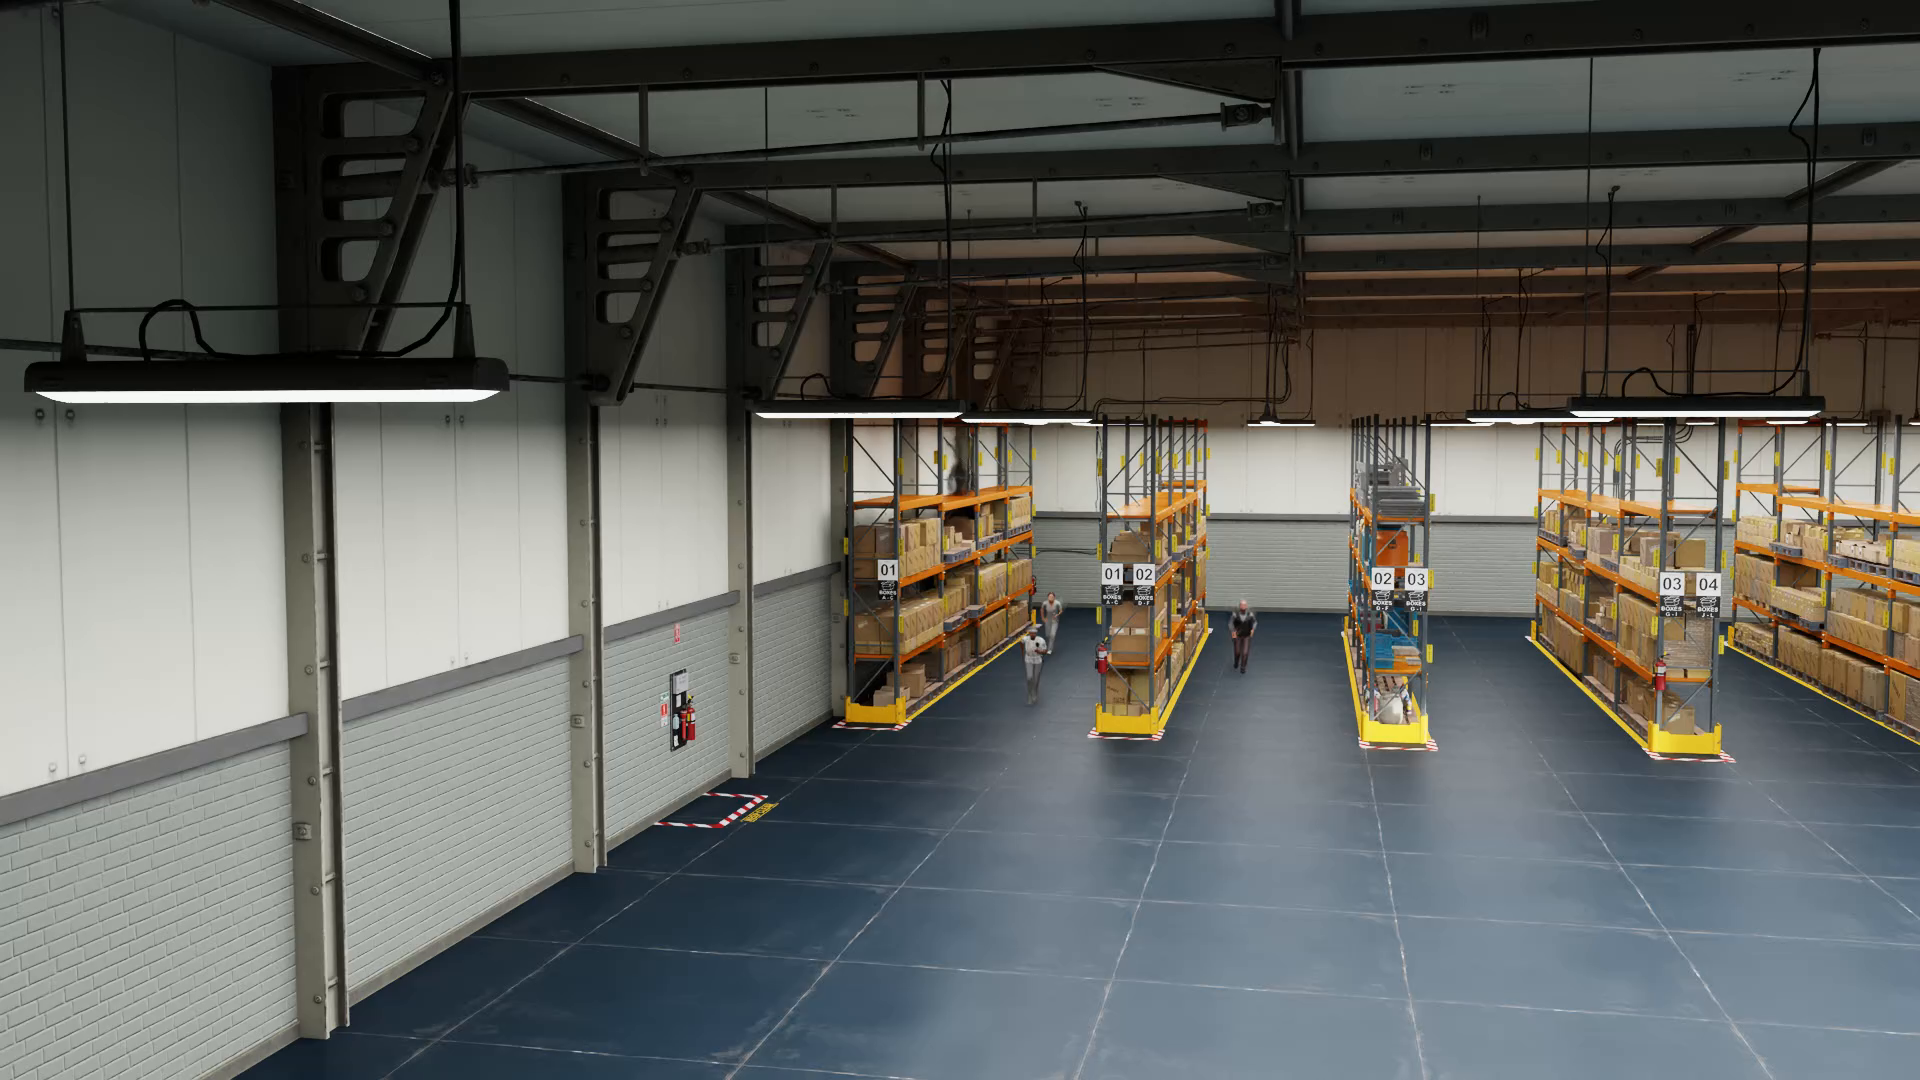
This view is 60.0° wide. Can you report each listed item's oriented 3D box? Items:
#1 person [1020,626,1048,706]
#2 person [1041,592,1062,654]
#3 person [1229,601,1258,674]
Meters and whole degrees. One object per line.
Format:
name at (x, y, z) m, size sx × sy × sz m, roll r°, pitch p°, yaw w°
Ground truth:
person at (1.531, 2.596, 34.708) m, size 0.551 × 1.690 × 0.925 m, roll 0°, pitch 4°, yaw 2°
person at (2.336, 2.115, 42.495) m, size 0.554 × 1.600 × 0.704 m, roll 0°, pitch 4°, yaw 4°
person at (6.670, 2.280, 39.150) m, size 0.679 × 1.696 × 0.579 m, roll 0°, pitch 4°, yaw 5°
